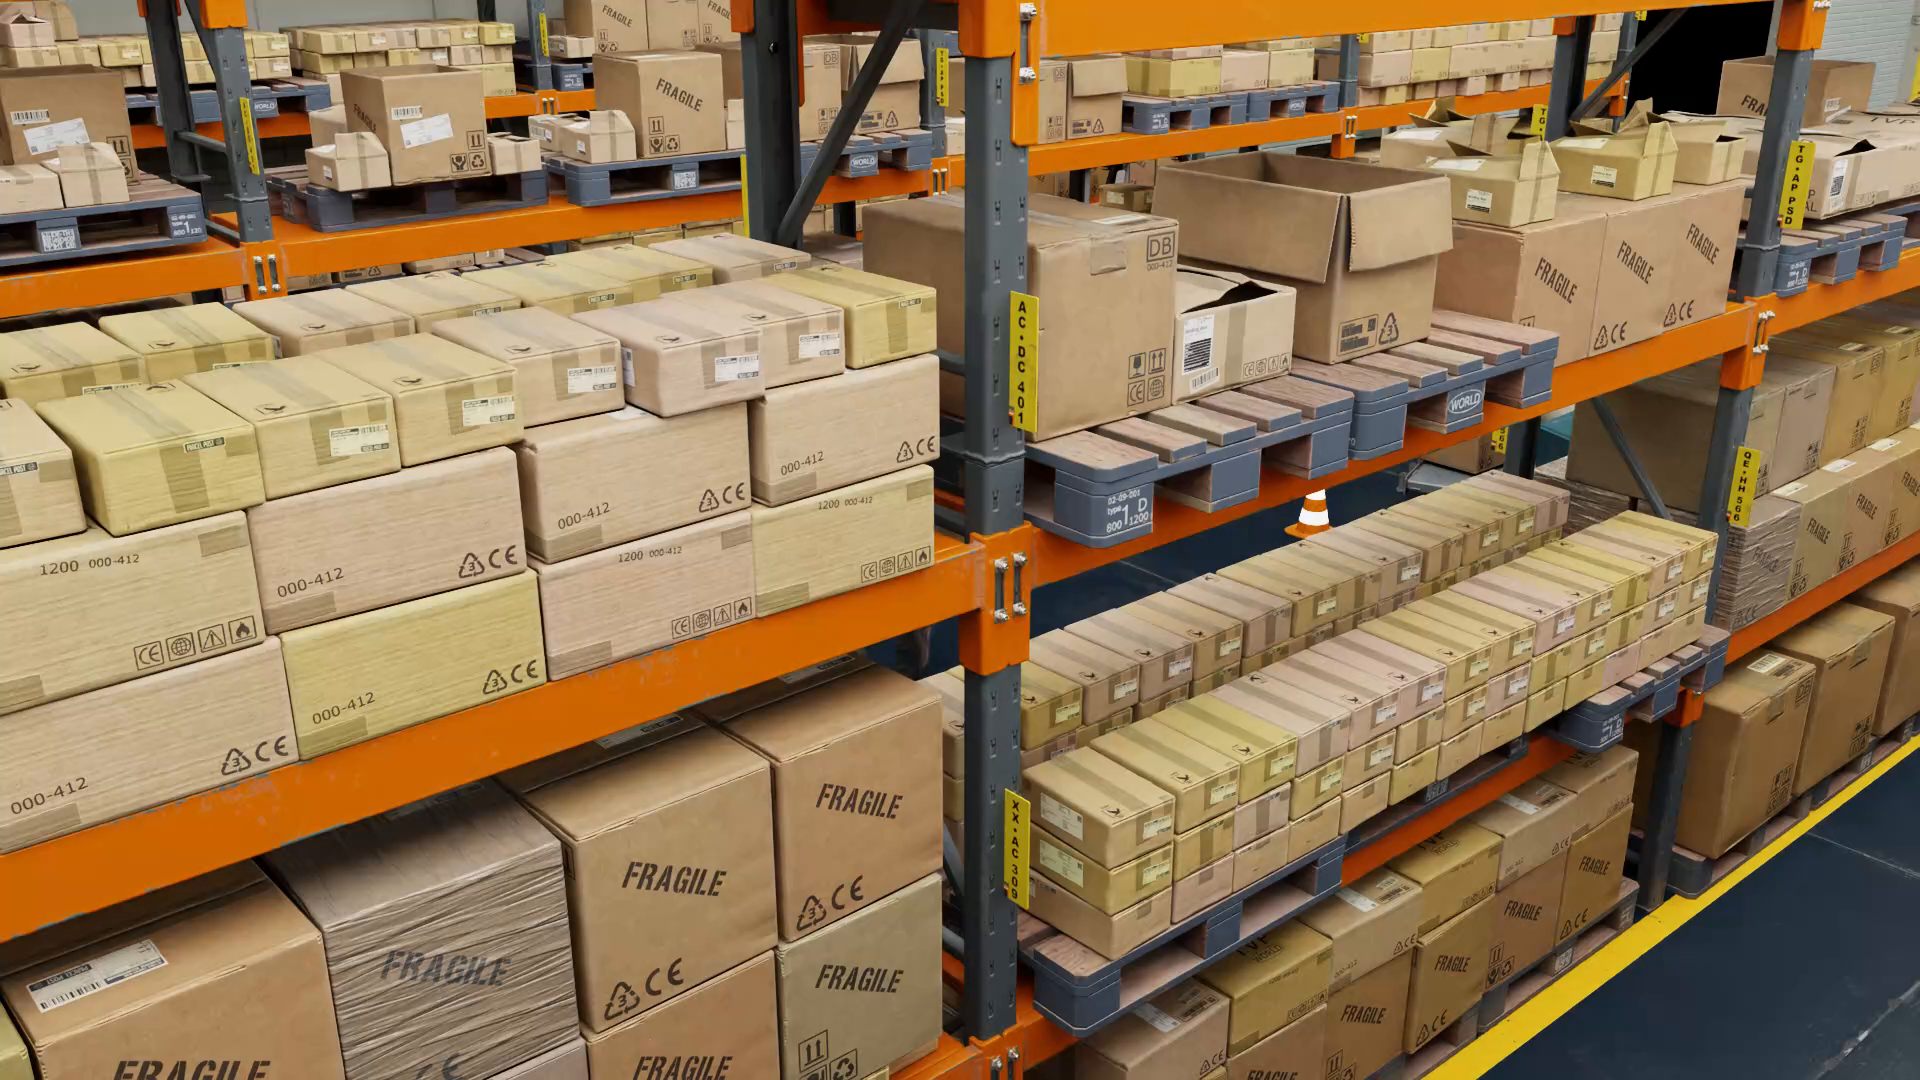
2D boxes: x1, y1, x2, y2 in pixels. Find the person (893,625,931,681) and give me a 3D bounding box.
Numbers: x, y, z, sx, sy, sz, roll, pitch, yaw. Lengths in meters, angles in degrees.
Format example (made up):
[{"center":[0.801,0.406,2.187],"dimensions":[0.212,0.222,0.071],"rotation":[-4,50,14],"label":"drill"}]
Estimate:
[{"center":[-0.315,0.087,9.305],"dimensions":[0.499,1.650,0.461],"rotation":[-17,27,-37],"label":"person"}]
